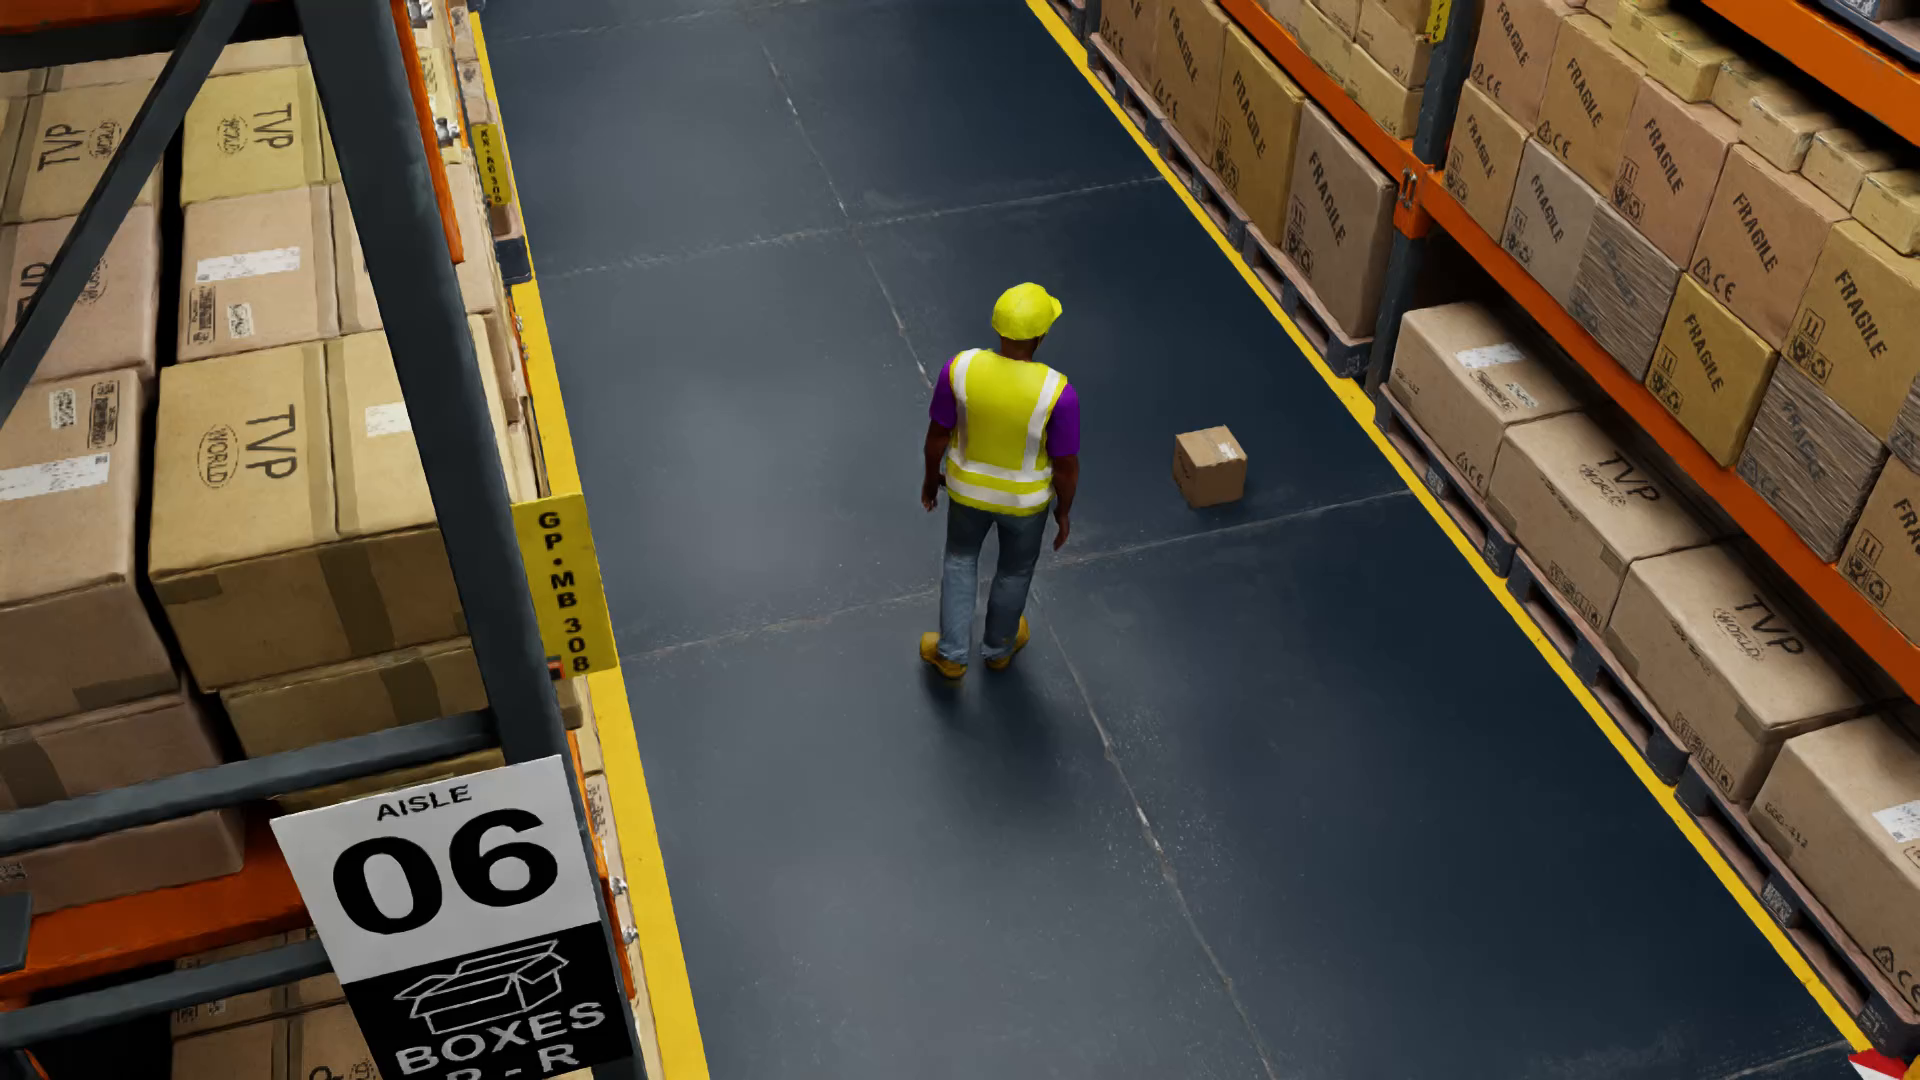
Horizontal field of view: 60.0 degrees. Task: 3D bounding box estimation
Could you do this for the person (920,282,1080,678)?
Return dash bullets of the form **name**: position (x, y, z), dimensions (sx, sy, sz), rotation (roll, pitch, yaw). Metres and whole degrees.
- **person**: position (0.138, -0.159, 6.320), dimensions (0.613, 1.758, 0.575), rotation (12, 43, 13)
